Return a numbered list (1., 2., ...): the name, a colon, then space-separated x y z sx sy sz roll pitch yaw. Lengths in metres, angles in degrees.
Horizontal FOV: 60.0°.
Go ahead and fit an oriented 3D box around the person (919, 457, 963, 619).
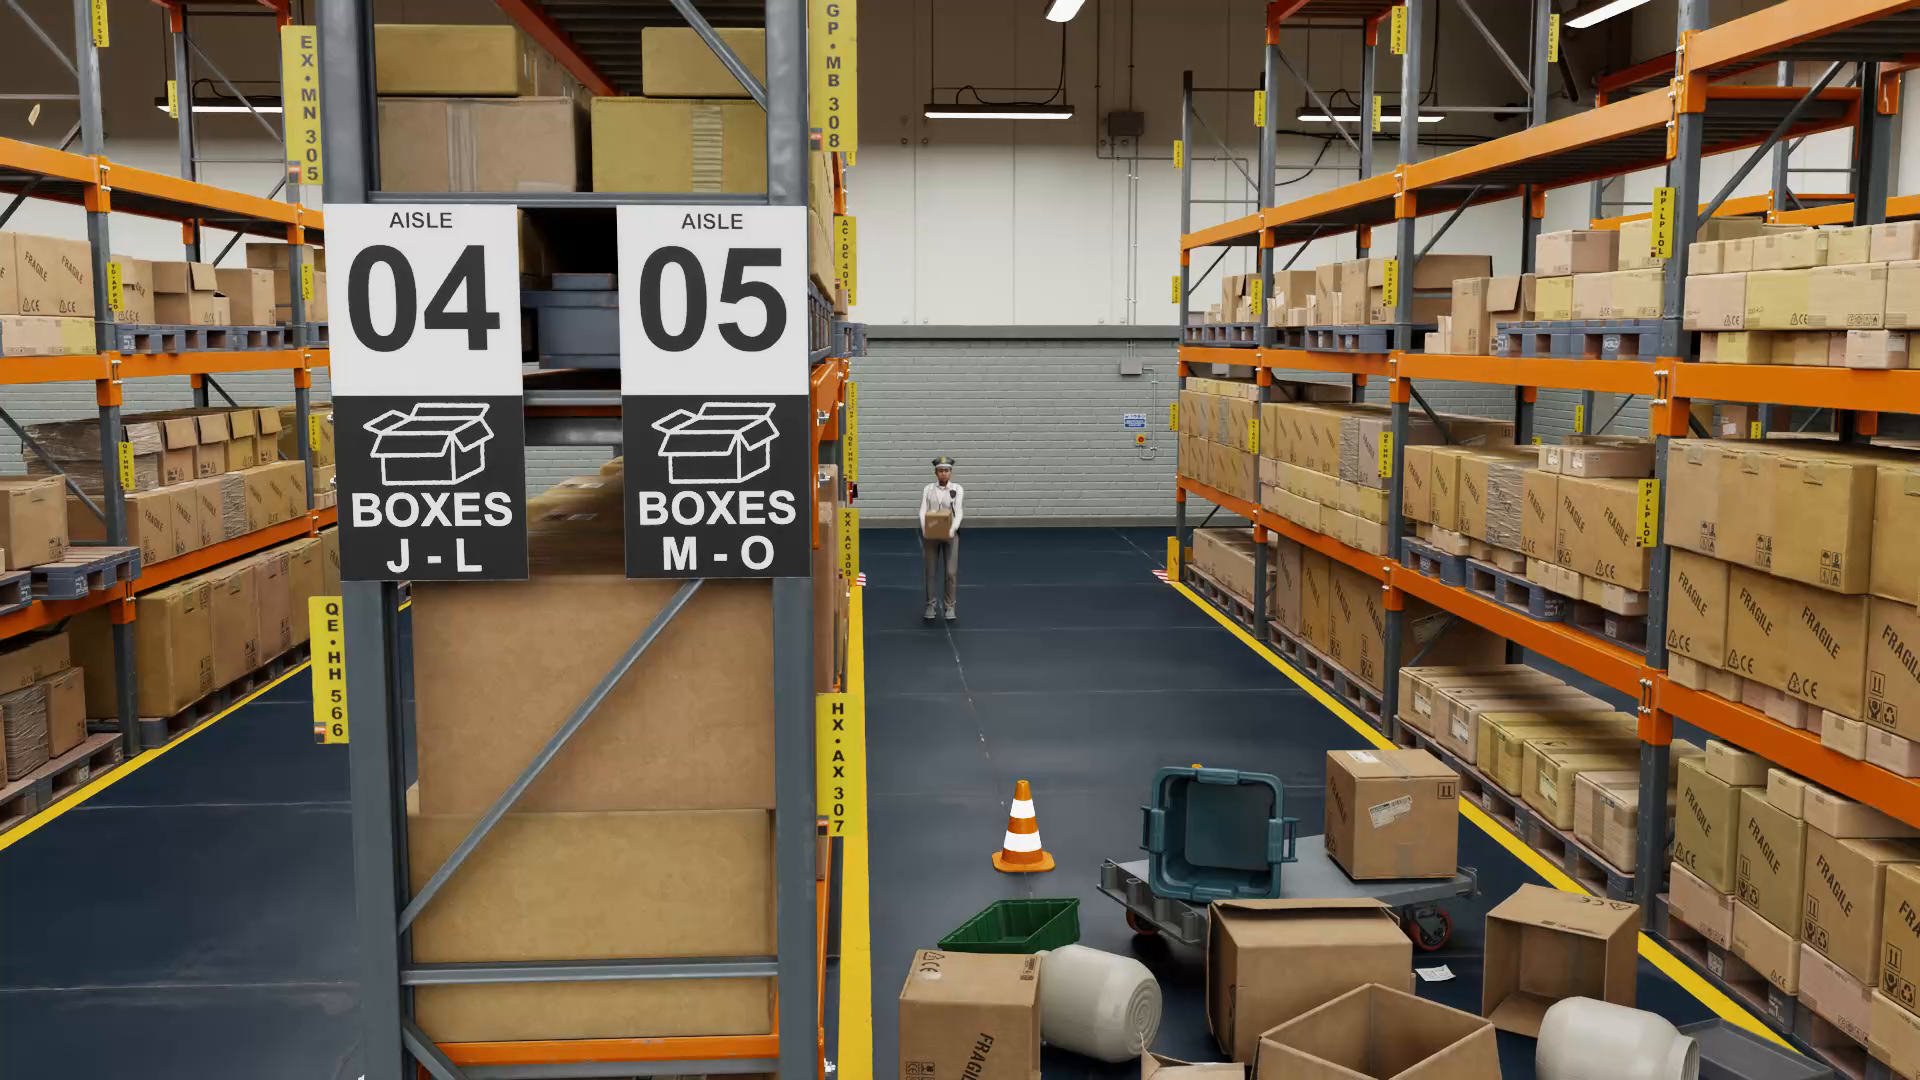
1. person: -0.201 -0.021 17.333 0.459 1.688 0.543 1 7 7
